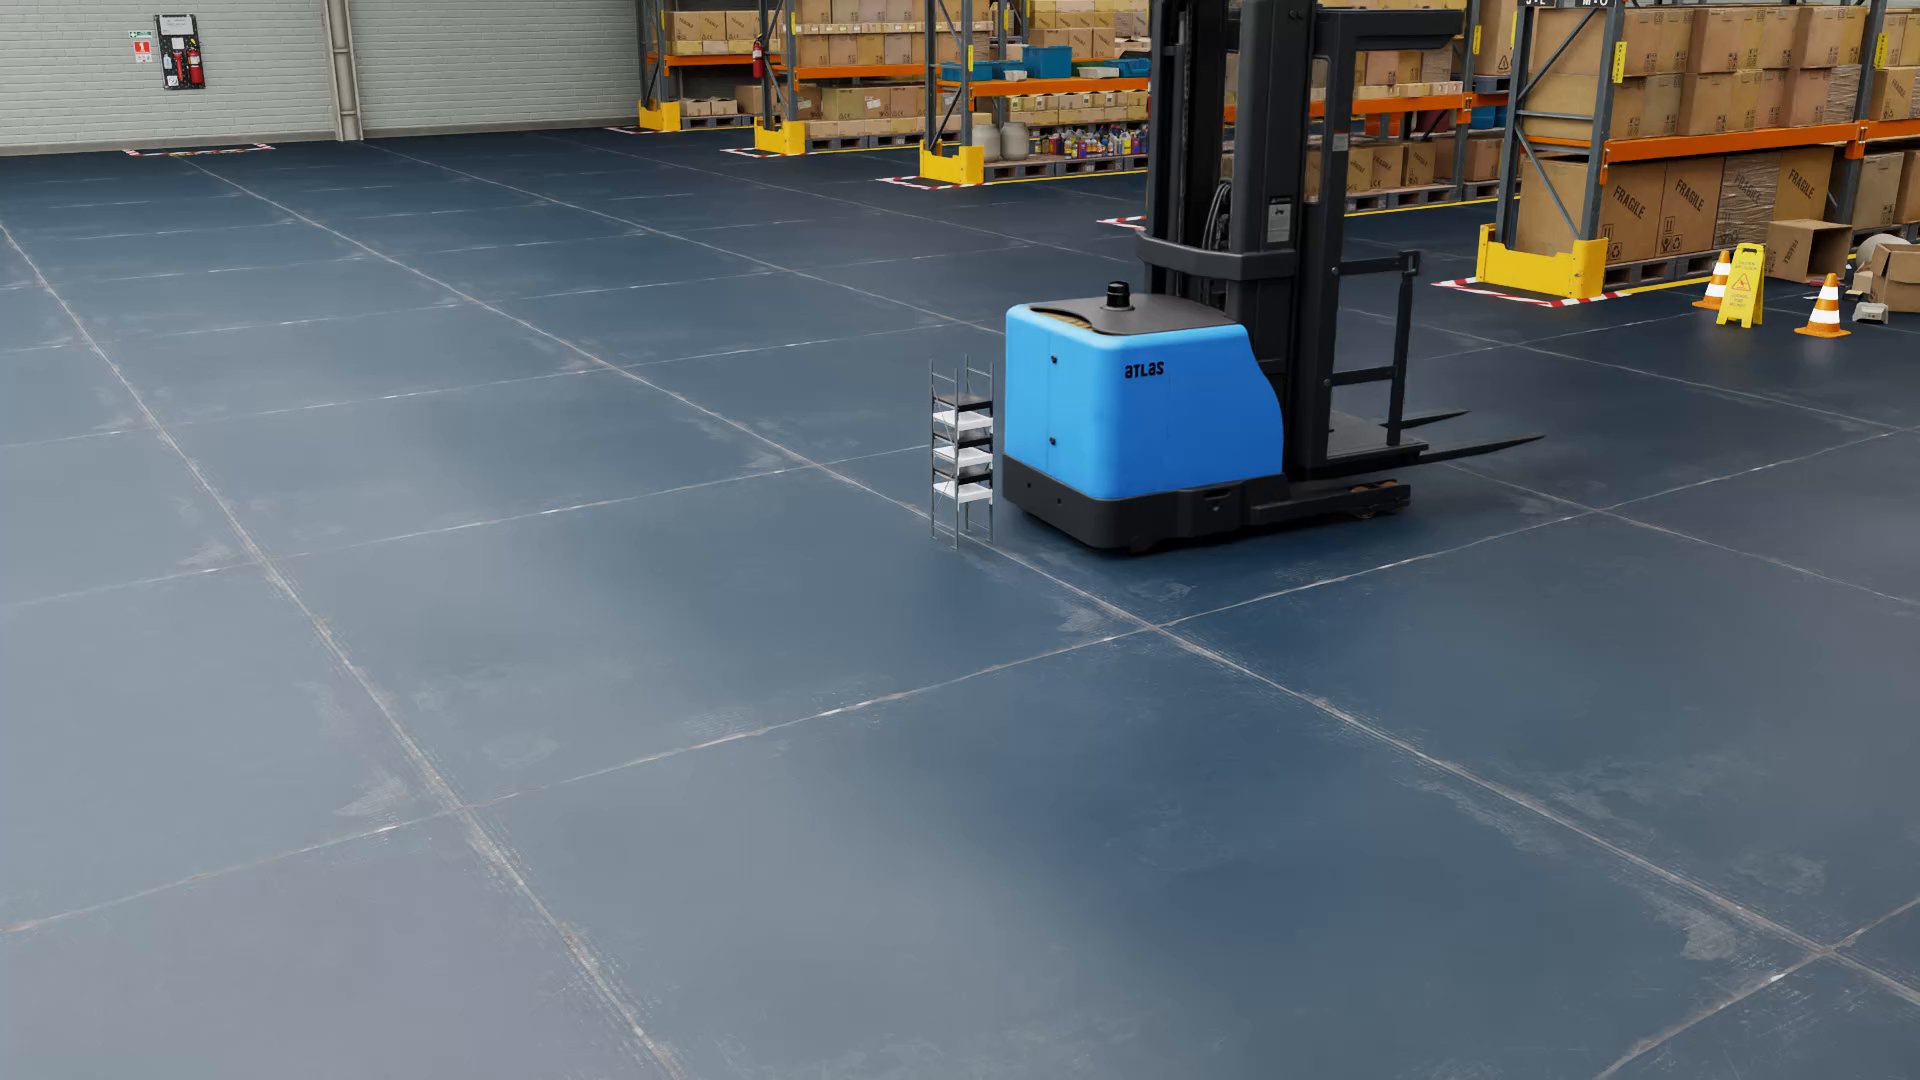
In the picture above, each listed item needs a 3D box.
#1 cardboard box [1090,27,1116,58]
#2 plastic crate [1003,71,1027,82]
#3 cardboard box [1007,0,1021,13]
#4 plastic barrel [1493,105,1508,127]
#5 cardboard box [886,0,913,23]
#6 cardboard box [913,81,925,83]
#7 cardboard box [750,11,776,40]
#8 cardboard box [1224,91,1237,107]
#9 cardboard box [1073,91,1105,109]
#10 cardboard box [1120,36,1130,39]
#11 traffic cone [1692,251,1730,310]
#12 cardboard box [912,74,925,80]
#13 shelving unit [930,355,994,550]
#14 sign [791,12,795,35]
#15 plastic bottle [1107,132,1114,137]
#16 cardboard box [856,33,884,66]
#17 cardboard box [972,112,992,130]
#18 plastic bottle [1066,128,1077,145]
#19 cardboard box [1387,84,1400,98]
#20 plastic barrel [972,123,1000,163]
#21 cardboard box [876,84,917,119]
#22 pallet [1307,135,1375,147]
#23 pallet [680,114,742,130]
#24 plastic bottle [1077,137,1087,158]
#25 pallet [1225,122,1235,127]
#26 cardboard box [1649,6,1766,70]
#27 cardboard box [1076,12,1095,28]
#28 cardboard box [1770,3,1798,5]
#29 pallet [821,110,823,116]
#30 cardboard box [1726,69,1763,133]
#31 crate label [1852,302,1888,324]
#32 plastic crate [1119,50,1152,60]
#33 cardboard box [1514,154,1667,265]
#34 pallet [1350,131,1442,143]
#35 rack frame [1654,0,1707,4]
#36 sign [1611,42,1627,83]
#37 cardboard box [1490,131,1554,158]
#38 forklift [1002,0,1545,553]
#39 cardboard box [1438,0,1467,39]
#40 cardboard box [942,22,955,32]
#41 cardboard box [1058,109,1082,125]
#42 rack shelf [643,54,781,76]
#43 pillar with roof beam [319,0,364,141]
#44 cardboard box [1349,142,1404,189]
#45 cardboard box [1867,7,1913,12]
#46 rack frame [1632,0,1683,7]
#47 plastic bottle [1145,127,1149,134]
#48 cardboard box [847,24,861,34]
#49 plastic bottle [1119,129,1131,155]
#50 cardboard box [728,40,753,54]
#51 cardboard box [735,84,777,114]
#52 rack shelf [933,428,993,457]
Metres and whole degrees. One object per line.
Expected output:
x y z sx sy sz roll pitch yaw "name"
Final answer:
2.410 -8.847 29.575 0.500 0.500 0.500 -13 23 -34 "cardboard box"
0.766 -6.312 22.643 0.250 0.136 0.298 -12 22 -31 "plastic crate"
1.311 -11.126 34.650 0.500 0.250 0.500 -11 22 -30 "cardboard box"
9.400 -7.592 28.640 0.708 0.901 0.600 -12 22 -31 "plastic barrel"
-1.163 -8.712 27.149 0.500 0.500 0.700 -12 22 -31 "cardboard box"
-0.511 -7.559 28.386 0.500 0.500 0.500 -12 22 -31 "cardboard box"
-3.765 -9.580 30.931 0.500 0.500 0.500 -11 22 -30 "cardboard box"
2.935 -4.908 18.470 0.250 0.149 0.380 -12 22 -31 "cardboard box"
2.227 -7.835 29.497 0.500 0.311 0.500 -11 22 -30 "cardboard box"
3.421 -10.712 35.608 0.250 0.149 0.380 -12 22 -31 "cardboard box"
6.434 -2.208 14.053 0.334 0.463 0.336 -12 22 -31 "traffic cone"
-0.862 -9.404 33.424 0.500 0.250 0.500 -13 22 -33 "cardboard box"
0.007 -0.428 8.105 0.210 0.900 0.258 -12 22 -31 "shelving unit"
-2.579 -7.989 25.716 0.005 0.325 0.100 -12 22 -31 "sign"
2.226 -5.897 24.576 0.097 0.271 0.097 0 19 0 "plastic bottle"
-1.628 -7.997 27.058 0.500 0.500 0.700 -12 22 -31 "cardboard box"
0.194 -7.151 28.352 0.500 0.250 0.500 -12 22 -31 "cardboard box"
1.612 -5.851 24.318 0.185 0.351 0.144 -11 22 -29 "plastic bottle"
5.004 -5.357 19.800 0.250 0.149 0.380 -12 22 -31 "cardboard box"
0.350 -5.522 23.123 0.421 0.512 0.421 0 19 0 "plastic barrel"
-1.055 -7.241 27.446 0.500 0.500 0.500 -12 22 -31 "cardboard box"
5.855 -6.327 26.631 1.213 0.211 1.003 -12 22 -31 "pallet"
-4.845 -7.841 31.109 1.213 0.211 1.003 -12 22 -31 "pallet"
1.727 -5.558 23.555 0.133 0.283 0.061 -11 22 -31 "plastic bottle"
4.447 -7.900 31.284 1.213 0.211 1.003 -12 22 -31 "pallet"
6.863 -4.645 15.382 0.500 0.550 0.875 -12 22 -31 "cardboard box"
2.479 -10.816 34.902 0.500 0.500 0.500 -12 22 -32 "cardboard box"
11.480 -7.444 23.858 0.637 0.503 0.797 -12 22 -31 "cardboard box"
-2.807 -8.271 32.380 1.213 0.211 1.003 -12 22 -31 "pallet"
6.898 -4.117 15.503 0.500 0.550 0.875 -12 22 -31 "cardboard box"
7.394 -1.846 13.492 0.250 0.136 0.298 9 21 25 "crate label"
2.676 -6.982 24.311 0.504 0.338 0.767 -12 22 -31 "plastic crate"
5.740 -3.025 15.172 0.875 0.875 0.875 -12 22 -31 "cardboard box"
7.159 -6.603 27.447 1.213 0.211 1.003 -12 22 -31 "pallet"
13.205 -9.183 30.725 0.127 3.000 1.000 -12 22 -31 "rack frame"
5.510 -3.994 13.900 0.005 0.325 0.100 -12 22 -31 "sign"
7.307 -5.049 21.712 0.500 0.500 0.700 -14 23 -36 "cardboard box"
1.769 -1.637 8.511 3.031 2.935 1.130 -9 21 -25 "forklift"
5.682 -6.254 19.878 0.500 0.500 0.500 -12 22 -31 "cardboard box"
-0.291 -8.508 27.559 0.250 0.149 0.380 -12 22 -32 "cardboard box"
1.793 -7.478 29.318 0.500 0.250 0.500 -13 22 -33 "cardboard box"
-3.936 -9.027 31.384 4.000 0.370 1.077 -12 22 -31 "rack shelf"
-8.141 -10.003 23.783 0.400 9.000 9.100 -12 22 -31 "pillar with roof beam"
5.076 -4.597 20.406 0.500 0.500 0.500 -5 19 -14 "cardboard box"
14.533 -8.090 26.091 0.500 0.500 0.500 -13 22 -33 "cardboard box"
9.247 -6.449 22.638 0.127 3.000 1.000 -12 22 -31 "rack frame"
2.724 -5.871 24.377 0.185 0.351 0.144 -12 22 -31 "plastic bottle"
-1.793 -8.192 26.622 0.250 0.149 0.380 -12 22 -32 "cardboard box"
2.373 -5.742 23.995 0.185 0.351 0.144 -12 22 -32 "plastic bottle"
-4.170 -9.138 30.794 0.500 0.250 0.500 -12 22 -32 "cardboard box"
-3.863 -8.353 31.486 0.500 0.500 0.700 -14 23 -35 "cardboard box"
0.007 -0.481 8.087 0.200 0.077 0.258 -12 22 -31 "rack shelf"
